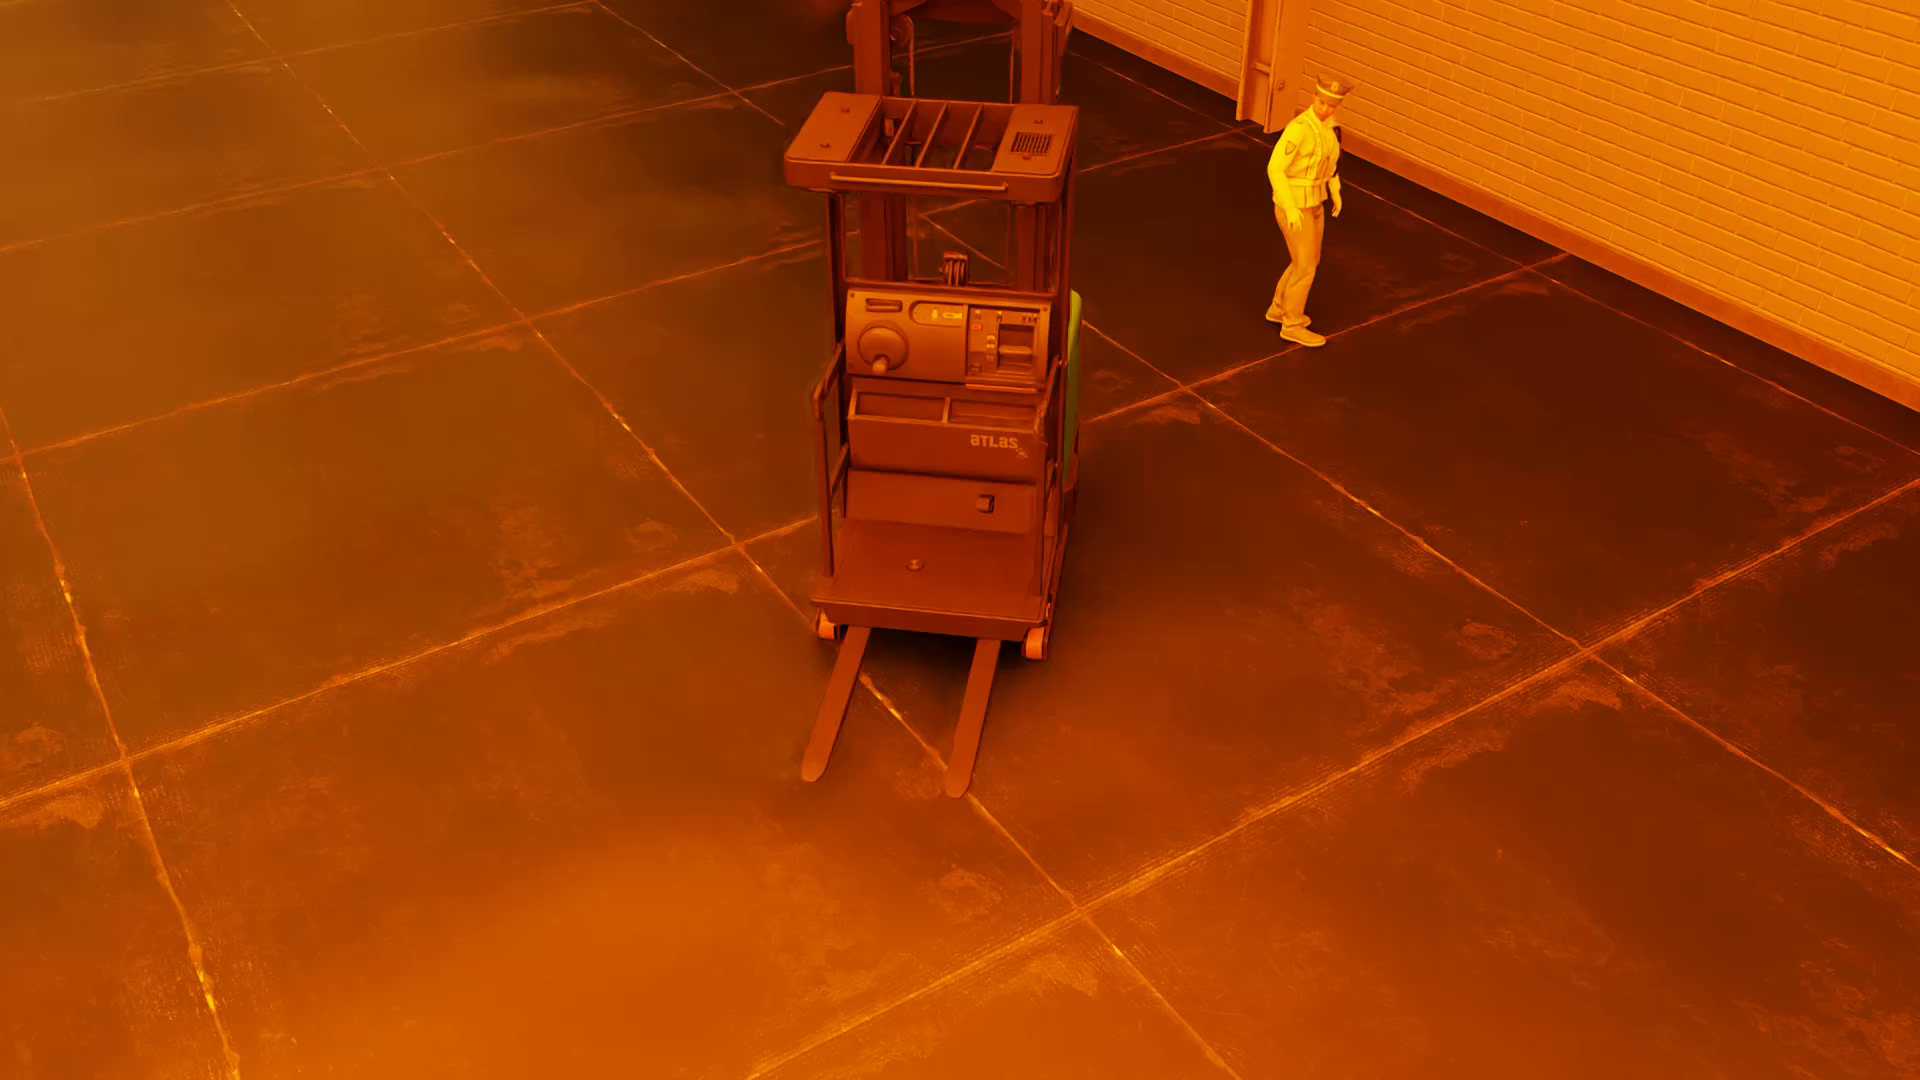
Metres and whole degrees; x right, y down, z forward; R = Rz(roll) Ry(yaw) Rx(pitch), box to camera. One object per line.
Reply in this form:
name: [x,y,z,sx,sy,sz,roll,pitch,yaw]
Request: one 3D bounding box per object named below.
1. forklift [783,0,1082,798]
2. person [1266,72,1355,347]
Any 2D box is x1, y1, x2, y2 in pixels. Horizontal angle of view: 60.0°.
forklift: [-0.089,-0.851,7.359,1.130,2.935,3.031,5,35,7]
person: [2.163,-2.029,10.153,0.467,1.653,0.687,19,39,25]
